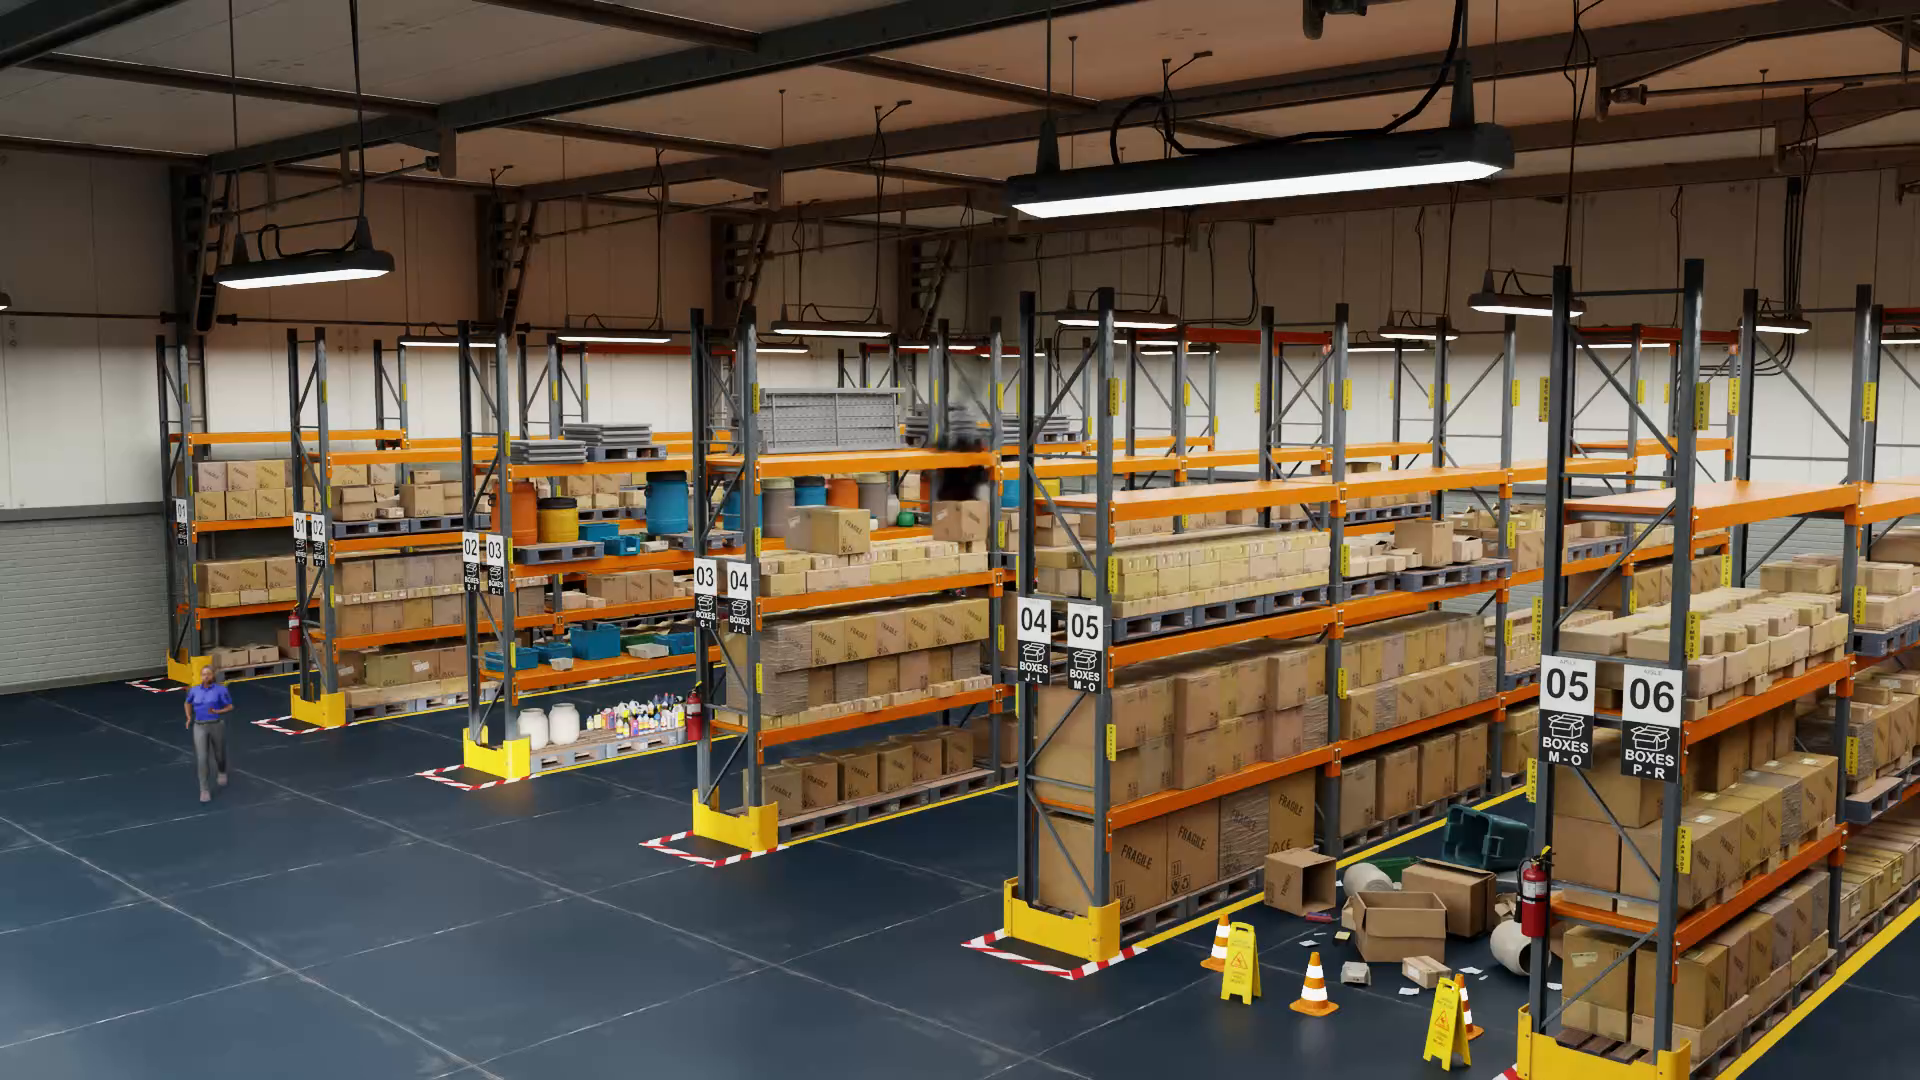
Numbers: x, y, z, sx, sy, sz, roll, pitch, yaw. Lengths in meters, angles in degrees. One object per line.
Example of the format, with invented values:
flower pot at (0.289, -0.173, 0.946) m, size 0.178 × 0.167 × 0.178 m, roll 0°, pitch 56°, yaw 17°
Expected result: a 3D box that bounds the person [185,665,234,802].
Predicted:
person at (-9.386, 2.422, 20.798) m, size 0.581 × 1.541 × 0.935 m, roll -2°, pitch 6°, yaw -19°
